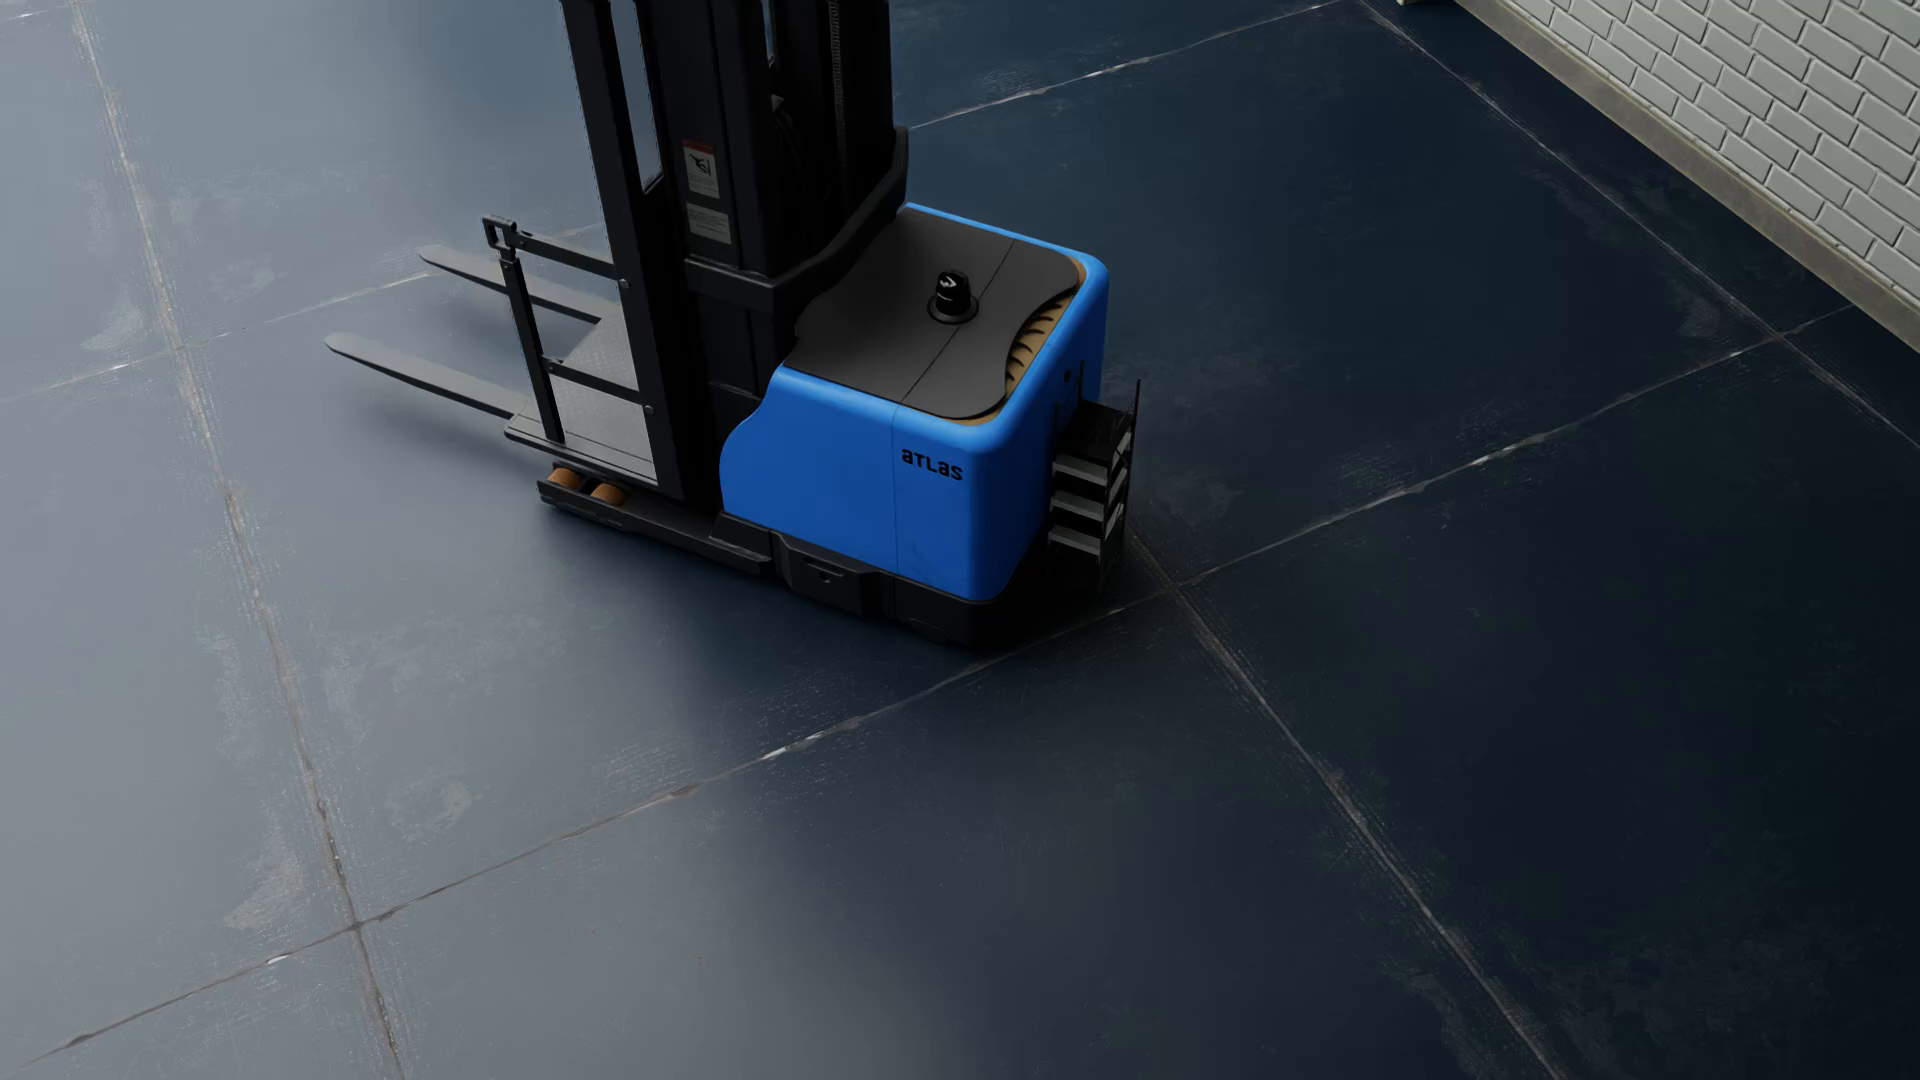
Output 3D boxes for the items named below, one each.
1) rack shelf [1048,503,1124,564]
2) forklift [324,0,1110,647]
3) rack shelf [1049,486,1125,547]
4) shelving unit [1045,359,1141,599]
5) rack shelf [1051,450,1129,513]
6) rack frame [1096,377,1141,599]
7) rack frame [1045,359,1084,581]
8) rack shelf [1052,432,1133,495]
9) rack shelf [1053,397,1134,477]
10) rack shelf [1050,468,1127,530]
[{"bbox_3d":[0.457,-0.056,5.984,0.200,0.077,0.258,19,52,16],"label":"rack shelf"},{"bbox_3d":[-1.033,-1.355,5.488,3.031,2.935,1.130,19,52,16],"label":"forklift"},{"bbox_3d":[0.457,-0.115,5.916,0.200,0.077,0.258,19,52,16],"label":"rack shelf"},{"bbox_3d":[0.457,-0.196,5.824,0.210,0.900,0.258,19,52,16],"label":"shelving unit"},{"bbox_3d":[0.457,-0.233,5.781,0.200,0.077,0.258,19,52,16],"label":"rack shelf"},{"bbox_3d":[0.549,-0.164,5.795,0.006,0.900,0.240,19,52,16],"label":"rack frame"},{"bbox_3d":[0.365,-0.228,5.852,0.006,0.900,0.240,19,52,16],"label":"rack frame"},{"bbox_3d":[0.457,-0.293,5.713,0.200,0.077,0.258,19,52,16],"label":"rack shelf"},{"bbox_3d":[0.457,-0.352,5.645,0.200,0.077,0.258,19,52,16],"label":"rack shelf"},{"bbox_3d":[0.457,-0.174,5.849,0.200,0.077,0.258,19,52,16],"label":"rack shelf"}]
